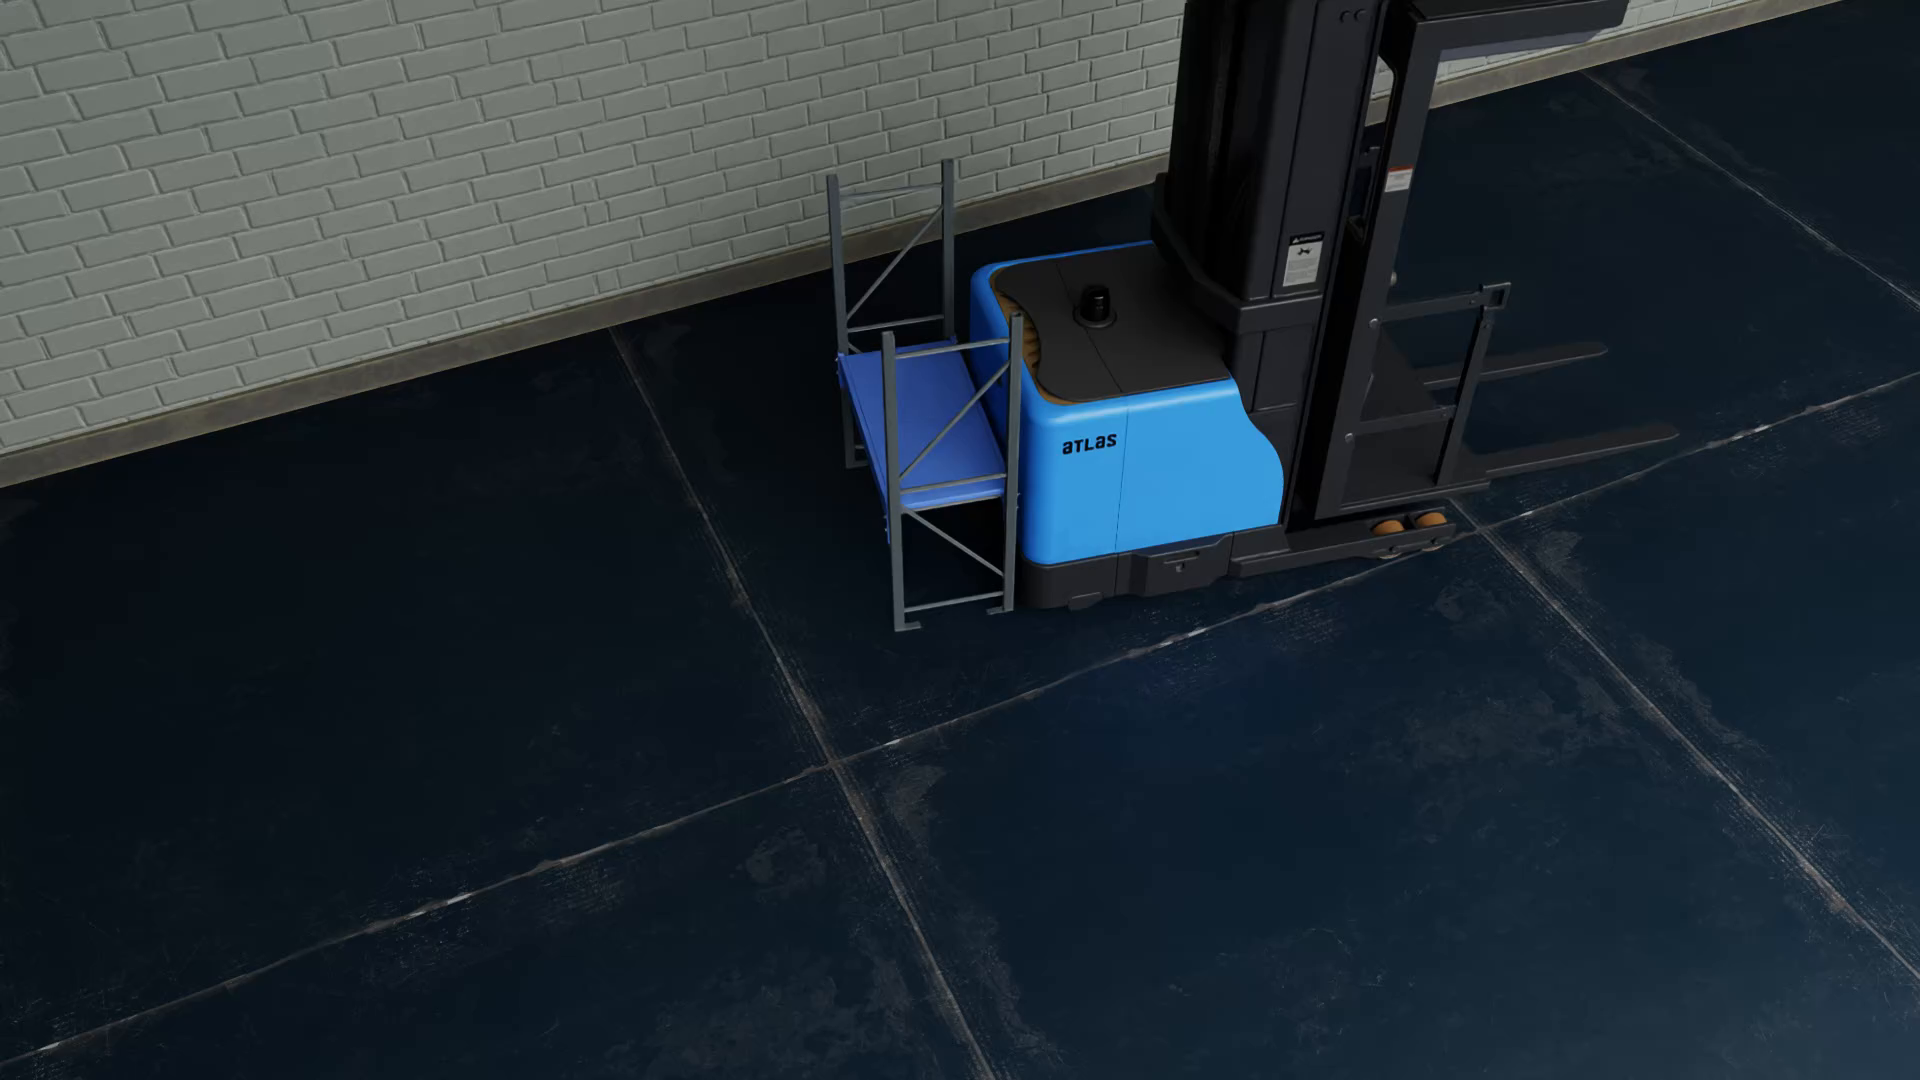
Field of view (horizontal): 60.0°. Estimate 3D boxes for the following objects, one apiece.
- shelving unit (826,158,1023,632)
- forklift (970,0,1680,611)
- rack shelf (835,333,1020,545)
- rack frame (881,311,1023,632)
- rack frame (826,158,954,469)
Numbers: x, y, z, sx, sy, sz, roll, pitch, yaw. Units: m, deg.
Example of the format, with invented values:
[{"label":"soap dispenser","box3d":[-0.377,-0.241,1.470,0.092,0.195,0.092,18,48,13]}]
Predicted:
[{"label":"shelving unit","box3d":[-0.148,-0.558,6.617,0.538,1.500,1.048,-10,45,-10]},{"label":"forklift","box3d":[1.601,-1.314,6.364,3.031,2.935,1.130,-10,46,-10]},{"label":"rack shelf","box3d":[-0.148,-0.430,6.743,0.538,0.185,1.000,-10,45,-10]},{"label":"rack frame","box3d":[-0.026,-0.212,6.265,0.500,1.500,0.032,-10,45,-10]},{"label":"rack frame","box3d":[-0.270,-0.905,6.968,0.500,1.500,0.032,-10,45,-10]}]
